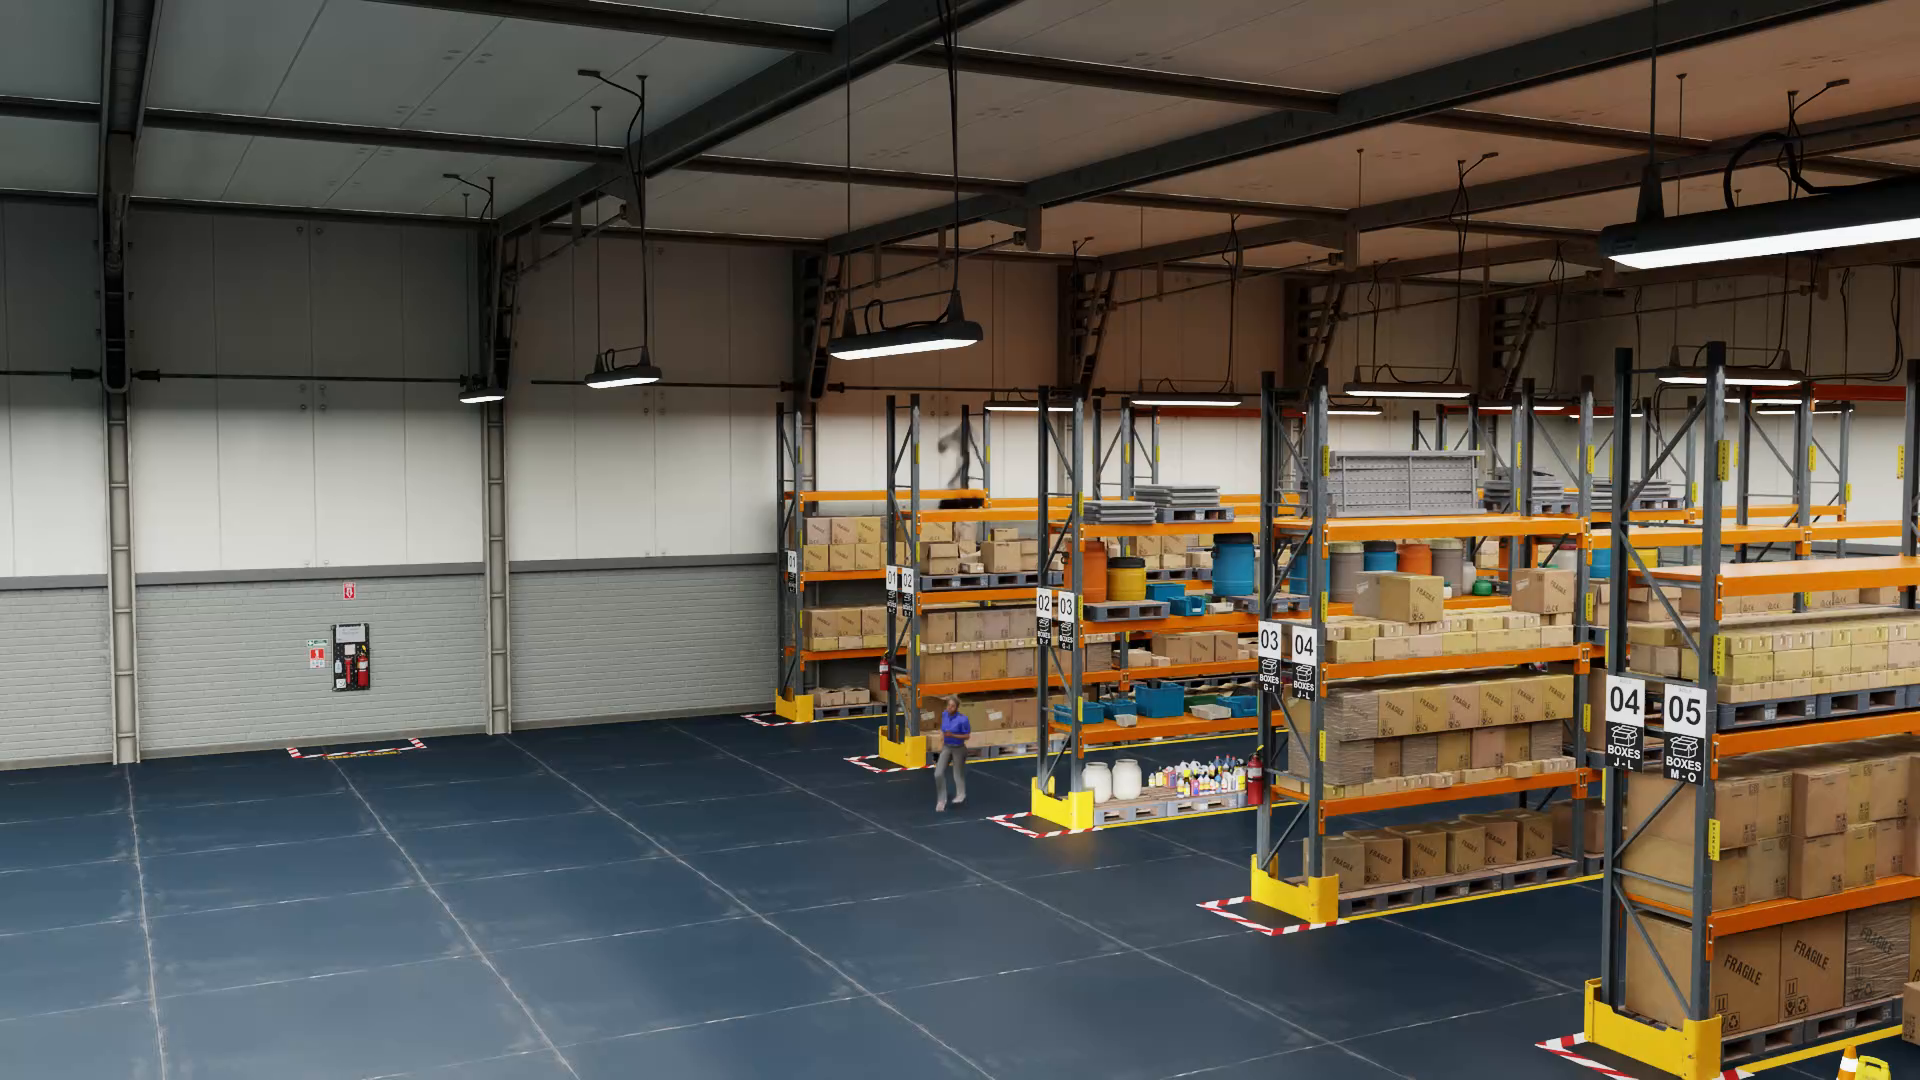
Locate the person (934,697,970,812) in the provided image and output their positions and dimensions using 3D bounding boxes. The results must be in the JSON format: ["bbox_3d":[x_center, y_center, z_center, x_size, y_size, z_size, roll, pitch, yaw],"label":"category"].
[{"bbox_3d":[-0.061,3.050,23.605,0.569,1.706,0.804,1,4,24],"label":"person"}]
